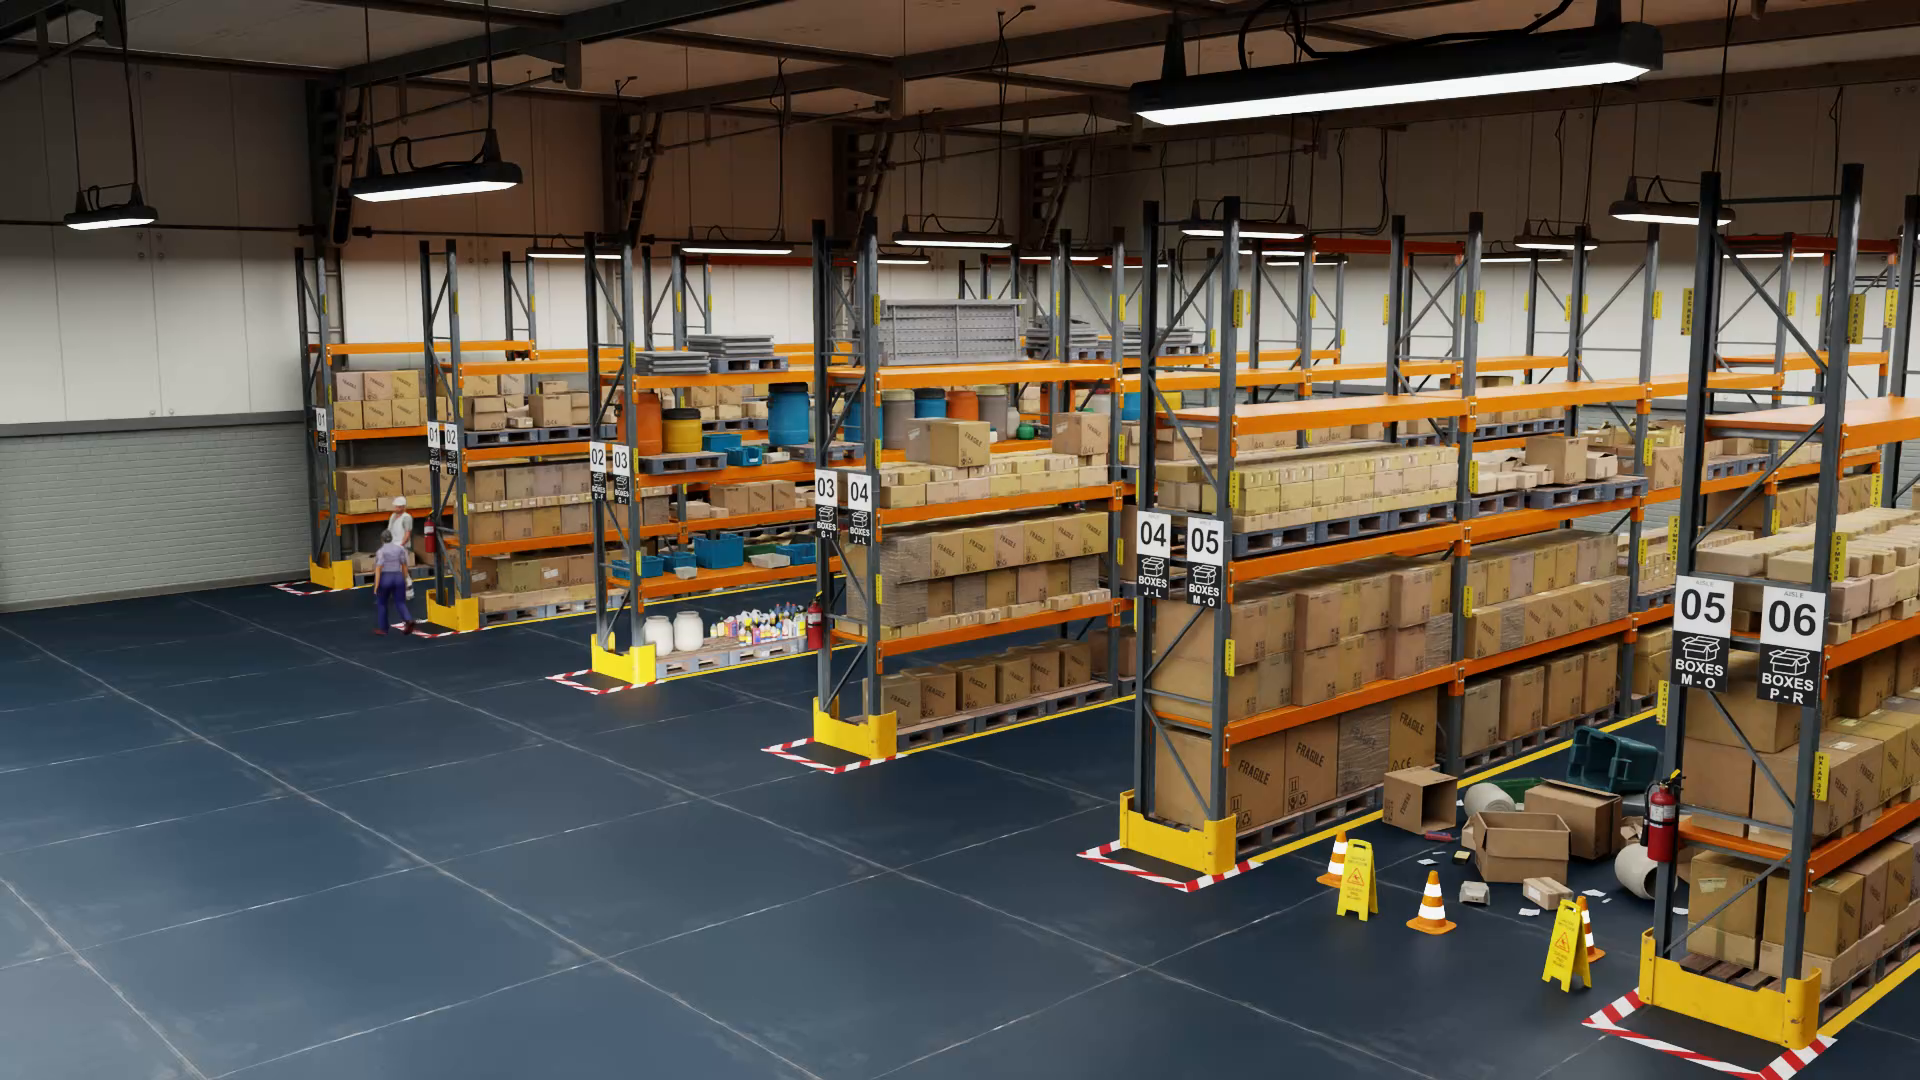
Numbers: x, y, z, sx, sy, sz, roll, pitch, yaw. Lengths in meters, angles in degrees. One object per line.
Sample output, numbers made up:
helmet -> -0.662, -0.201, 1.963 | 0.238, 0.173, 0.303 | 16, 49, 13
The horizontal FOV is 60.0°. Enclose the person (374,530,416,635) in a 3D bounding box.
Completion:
person -> -8.648, 0.664, 25.327 | 0.564, 1.608, 0.782 | -8, 12, -43

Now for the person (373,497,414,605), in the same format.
person -> -9.598, 0.184, 28.108 | 0.550, 1.806, 0.666 | 5, 10, 30

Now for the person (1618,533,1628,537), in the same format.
person -> 10.029, 0.711, 24.856 | 0.718, 1.659, 0.750 | -5, 10, -32
